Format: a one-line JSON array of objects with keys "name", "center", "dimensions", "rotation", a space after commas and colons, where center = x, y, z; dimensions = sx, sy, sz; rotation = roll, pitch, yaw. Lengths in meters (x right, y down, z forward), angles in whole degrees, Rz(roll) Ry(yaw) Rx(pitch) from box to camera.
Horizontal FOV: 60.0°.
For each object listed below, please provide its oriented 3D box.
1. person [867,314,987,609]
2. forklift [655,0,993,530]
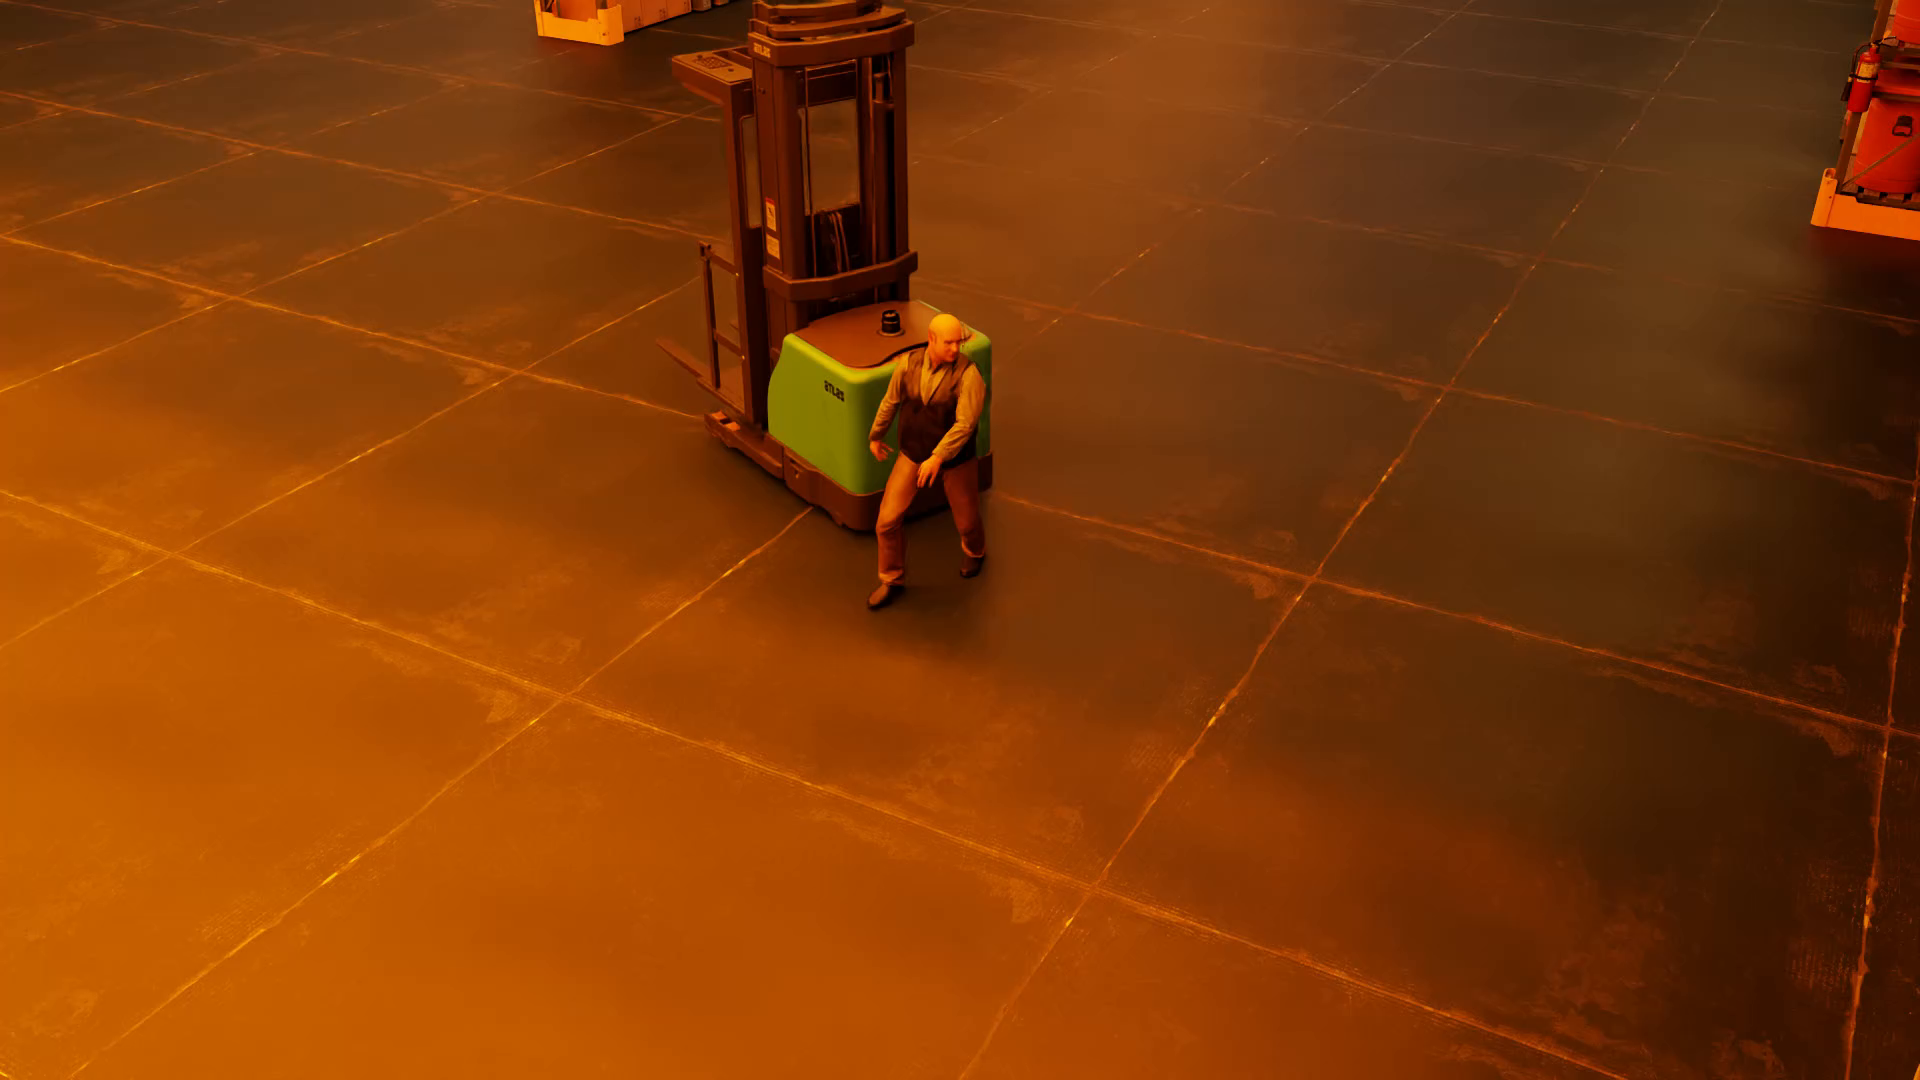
[{"name": "person", "center": [-0.198, -0.469, 9.191], "dimensions": [0.695, 1.637, 0.785], "rotation": [8, 31, 14]}, {"name": "forklift", "center": [-1.061, -2.010, 10.554], "dimensions": [1.130, 2.935, 3.031], "rotation": [-20, 35, -30]}]
